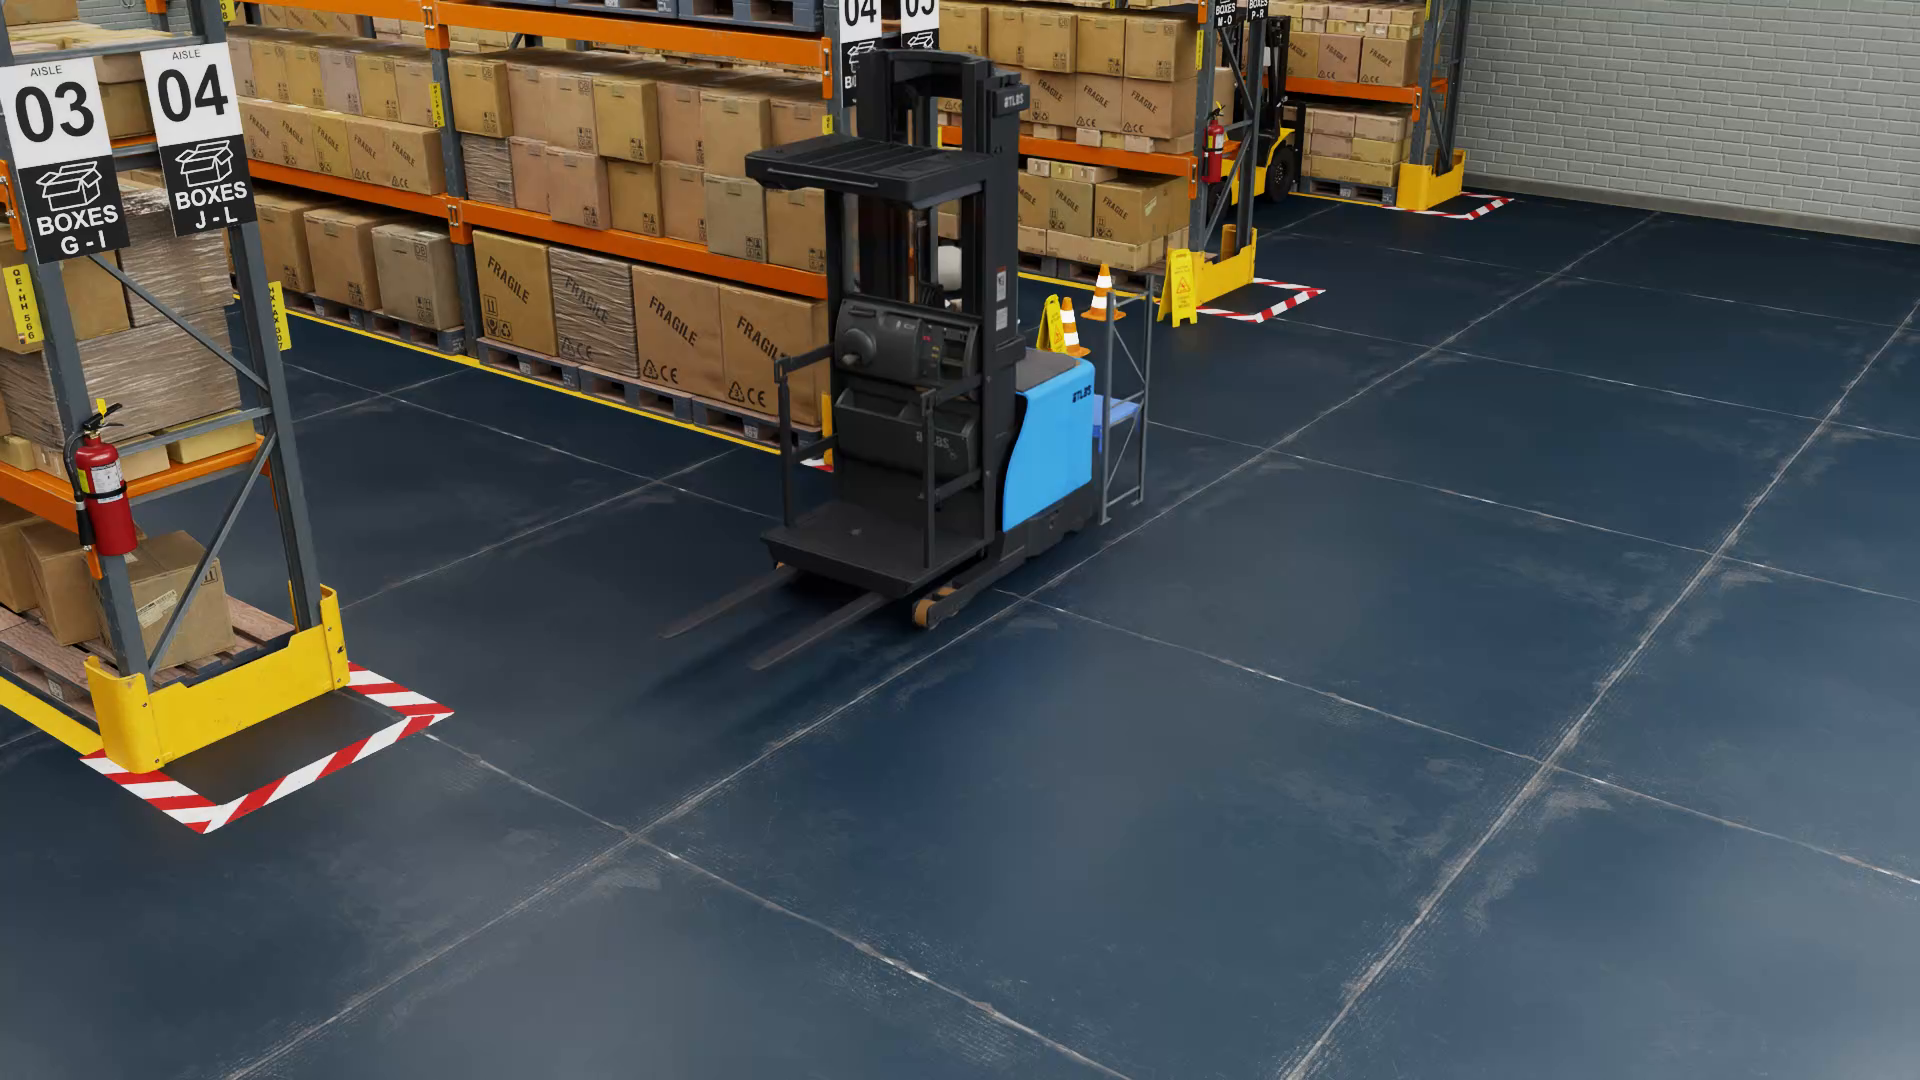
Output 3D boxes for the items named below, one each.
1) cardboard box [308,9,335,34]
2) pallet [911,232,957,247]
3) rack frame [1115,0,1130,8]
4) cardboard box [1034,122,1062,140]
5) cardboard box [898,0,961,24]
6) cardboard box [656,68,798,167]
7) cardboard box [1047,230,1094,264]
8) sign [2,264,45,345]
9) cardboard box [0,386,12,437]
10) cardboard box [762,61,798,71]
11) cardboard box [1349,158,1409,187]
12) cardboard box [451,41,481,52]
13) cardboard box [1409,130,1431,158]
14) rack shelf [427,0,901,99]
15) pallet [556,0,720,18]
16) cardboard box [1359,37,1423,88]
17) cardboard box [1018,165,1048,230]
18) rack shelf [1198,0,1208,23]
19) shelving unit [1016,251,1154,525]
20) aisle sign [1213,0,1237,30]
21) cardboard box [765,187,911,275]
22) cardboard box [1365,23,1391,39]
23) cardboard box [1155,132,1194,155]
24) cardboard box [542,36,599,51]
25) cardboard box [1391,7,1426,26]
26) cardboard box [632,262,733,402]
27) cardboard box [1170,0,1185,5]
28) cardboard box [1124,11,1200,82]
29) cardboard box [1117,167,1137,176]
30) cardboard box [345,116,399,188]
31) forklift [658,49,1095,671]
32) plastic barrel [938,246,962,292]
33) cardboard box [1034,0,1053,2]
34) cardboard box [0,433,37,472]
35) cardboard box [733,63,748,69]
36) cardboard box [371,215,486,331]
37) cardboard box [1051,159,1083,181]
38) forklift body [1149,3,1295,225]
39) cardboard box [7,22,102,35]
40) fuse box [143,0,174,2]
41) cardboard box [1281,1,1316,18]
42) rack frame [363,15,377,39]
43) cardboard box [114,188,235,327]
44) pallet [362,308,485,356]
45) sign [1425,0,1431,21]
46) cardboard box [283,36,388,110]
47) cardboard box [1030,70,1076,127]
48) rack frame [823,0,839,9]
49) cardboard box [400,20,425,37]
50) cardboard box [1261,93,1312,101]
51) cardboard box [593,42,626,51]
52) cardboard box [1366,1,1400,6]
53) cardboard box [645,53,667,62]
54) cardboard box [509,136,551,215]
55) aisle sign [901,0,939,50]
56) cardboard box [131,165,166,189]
[{"bbox_3d":[-8.150,-6.778,21.789,0.500,0.500,0.500,16,28,32],"label":"cardboard box"},{"bbox_3d":[-0.250,-3.218,17.292,1.213,0.211,1.003,17,29,33],"label":"pallet"},{"bbox_3d":[2.165,-6.248,20.710,0.127,3.000,1.000,17,29,33],"label":"rack frame"},{"bbox_3d":[0.899,-3.871,15.627,0.250,0.149,0.380,16,29,33],"label":"cardboard box"},{"bbox_3d":[-0.191,-4.978,16.094,0.500,0.500,0.700,17,29,34],"label":"cardboard box"},{"bbox_3d":[-1.632,-3.004,11.822,0.550,0.550,0.875,17,29,33],"label":"cardboard box"},{"bbox_3d":[1.174,-2.848,15.884,0.500,0.250,0.500,17,29,33],"label":"cardboard box"},{"bbox_3d":[-3.901,-0.981,6.928,0.005,0.325,0.100,17,29,33],"label":"sign"},{"bbox_3d":[-4.447,-0.887,8.049,0.500,0.500,0.875,17,29,33],"label":"cardboard box"},{"bbox_3d":[-1.714,-5.176,17.265,0.500,0.500,0.500,17,29,34],"label":"cardboard box"},{"bbox_3d":[4.800,-4.226,19.010,0.500,0.250,0.500,17,29,34],"label":"cardboard box"},{"bbox_3d":[-5.807,-5.942,20.202,0.500,0.250,0.500,16,29,32],"label":"cardboard box"},{"bbox_3d":[5.114,-4.624,19.293,0.500,0.250,0.500,17,29,34],"label":"cardboard box"},{"bbox_3d":[-2.096,-3.584,11.835,4.000,0.370,1.077,17,29,33],"label":"rack shelf"},{"bbox_3d":[-2.076,-3.859,11.679,1.213,0.211,1.003,17,29,33],"label":"pallet"},{"bbox_3d":[4.815,-5.360,18.572,0.500,0.500,0.500,16,28,32],"label":"cardboard box"},{"bbox_3d":[0.775,-3.314,16.011,0.500,0.500,0.500,16,28,32],"label":"cardboard box"},{"bbox_3d":[0.791,-5.205,15.515,4.000,0.370,1.077,17,29,33],"label":"rack shelf"},{"bbox_3d":[0.625,-0.989,10.634,1.048,1.500,0.538,17,29,33],"label":"shelving unit"},{"bbox_3d":[2.268,-4.759,14.107,0.004,0.787,0.394,17,29,33],"label":"aisle sign"},{"bbox_3d":[-0.820,-2.200,11.337,0.550,0.550,0.875,17,29,33],"label":"cardboard box"},{"bbox_3d":[4.698,-5.669,18.467,0.250,0.149,0.380,17,29,34],"label":"cardboard box"},{"bbox_3d":[1.964,-3.584,14.977,0.250,0.149,0.380,18,29,35],"label":"cardboard box"},{"bbox_3d":[-4.550,-5.808,19.277,0.500,0.250,0.500,17,29,33],"label":"cardboard box"},{"bbox_3d":[4.953,-5.778,18.346,0.250,0.149,0.380,17,29,33],"label":"cardboard box"},{"bbox_3d":[-1.784,-1.631,12.346,0.875,0.875,0.875,16,29,32],"label":"cardboard box"},{"bbox_3d":[2.715,-6.461,19.896,0.250,0.149,0.380,16,29,32],"label":"cardboard box"},{"bbox_3d":[1.852,-4.371,14.716,0.500,0.500,0.700,16,28,32],"label":"cardboard box"},{"bbox_3d":[1.472,-3.370,16.138,0.500,0.500,0.500,16,28,31],"label":"cardboard box"},{"bbox_3d":[-4.679,-3.232,13.740,0.500,0.500,0.500,16,29,33],"label":"cardboard box"},{"bbox_3d":[-0.422,-1.069,9.041,1.130,2.935,3.031,16,28,31],"label":"forklift"},{"bbox_3d":[-0.169,-2.510,15.422,0.512,0.421,0.421,-5,24,-12],"label":"plastic barrel"},{"bbox_3d":[1.087,-6.755,20.932,0.250,0.149,0.380,16,28,32],"label":"cardboard box"},{"bbox_3d":[-4.334,-0.473,7.914,0.250,0.149,0.380,17,29,33],"label":"cardboard box"},{"bbox_3d":[-2.194,-5.009,17.689,0.250,0.149,0.380,17,29,33],"label":"cardboard box"},{"bbox_3d":[-4.247,-2.308,14.036,0.750,0.750,1.050,17,29,33],"label":"cardboard box"},{"bbox_3d":[1.061,-3.490,15.606,0.250,0.149,0.380,17,29,34],"label":"cardboard box"},{"bbox_3d":[2.754,-4.762,18.390,1.214,2.155,2.313,17,29,33],"label":"forklift body"},{"bbox_3d":[-4.234,-2.312,7.749,0.250,0.149,0.380,18,30,35],"label":"cardboard box"},{"bbox_3d":[-13.561,-8.956,28.454,0.414,1.711,0.539,17,29,33],"label":"fuse box"},{"bbox_3d":[3.871,-6.054,18.973,0.250,0.149,0.380,17,29,34],"label":"cardboard box"},{"bbox_3d":[-7.210,-6.580,21.463,0.127,3.000,1.000,17,29,33],"label":"rack frame"},{"bbox_3d":[-3.828,-1.341,7.840,0.500,0.500,0.500,17,29,33],"label":"cardboard box"},{"bbox_3d":[-4.359,-1.910,14.323,1.213,0.211,1.003,17,29,33],"label":"pallet"},{"bbox_3d":[5.029,-5.747,17.843,0.005,0.325,0.100,17,29,33],"label":"sign"},{"bbox_3d":[-5.318,-4.014,14.276,0.500,0.500,0.700,16,29,33],"label":"cardboard box"},{"bbox_3d":[0.996,-4.147,15.449,0.500,0.500,0.500,17,29,33],"label":"cardboard box"},{"bbox_3d":[-0.496,-4.802,9.988,0.127,3.000,1.000,17,29,33],"label":"rack frame"},{"bbox_3d":[-6.593,-6.426,20.679,0.500,0.250,0.500,17,29,34],"label":"cardboard box"},{"bbox_3d":[3.893,-5.219,20.025,0.500,0.250,0.500,16,28,32],"label":"cardboard box"},{"bbox_3d":[-3.788,-5.803,18.687,0.500,0.500,0.500,16,28,32],"label":"cardboard box"},{"bbox_3d":[4.816,-6.043,18.947,0.250,0.149,0.380,17,29,34],"label":"cardboard box"},{"bbox_3d":[-3.256,-5.318,18.390,0.250,0.149,0.380,17,29,34],"label":"cardboard box"},{"bbox_3d":[-2.941,-2.881,12.883,0.550,0.550,0.875,17,29,33],"label":"cardboard box"},{"bbox_3d":[-0.259,-3.326,10.854,0.004,0.787,0.394,17,29,33],"label":"aisle sign"},{"bbox_3d":[-7.602,-3.463,16.039,0.500,0.250,0.500,16,28,32],"label":"cardboard box"}]
